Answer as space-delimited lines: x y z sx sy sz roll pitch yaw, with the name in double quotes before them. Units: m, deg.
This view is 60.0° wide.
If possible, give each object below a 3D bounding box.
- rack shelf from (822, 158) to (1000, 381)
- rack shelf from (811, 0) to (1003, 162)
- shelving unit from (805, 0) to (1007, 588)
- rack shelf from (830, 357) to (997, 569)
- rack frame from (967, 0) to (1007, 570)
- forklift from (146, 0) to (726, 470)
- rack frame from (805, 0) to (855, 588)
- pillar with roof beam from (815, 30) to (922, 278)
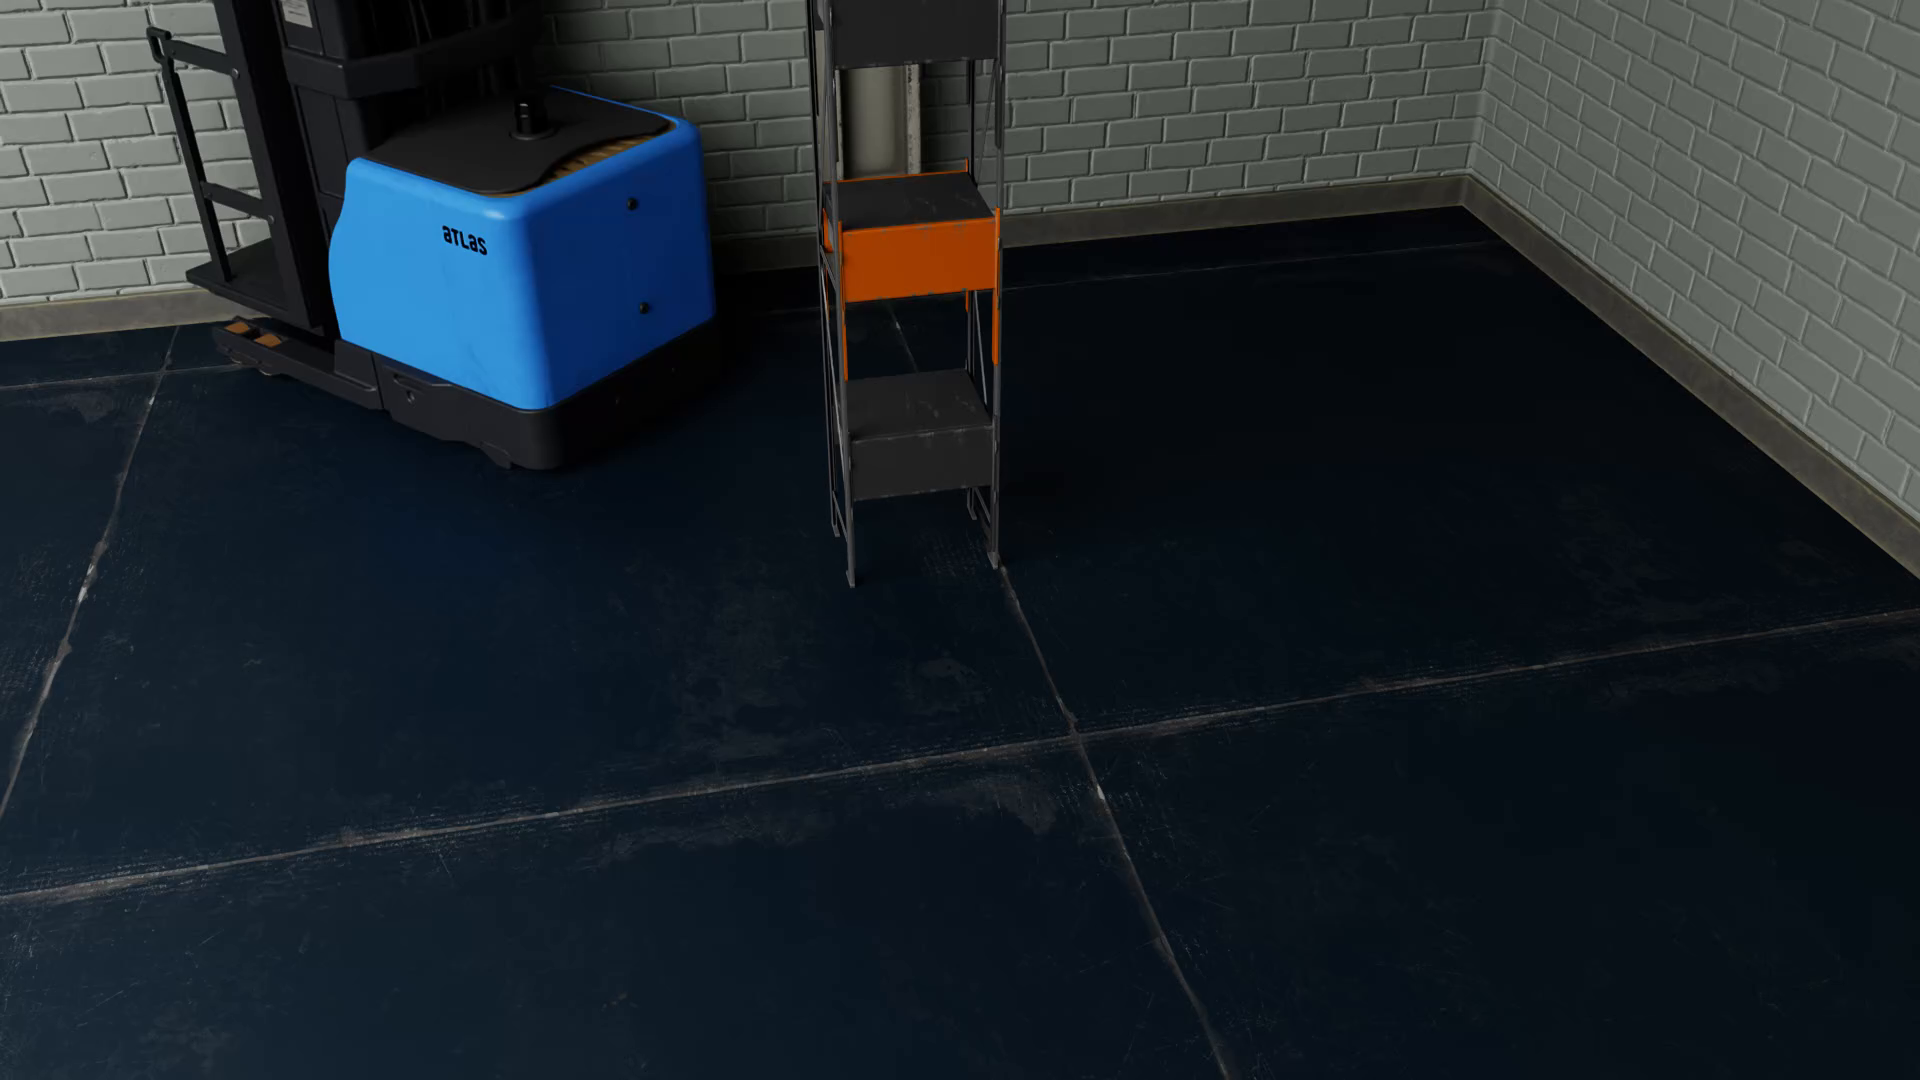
"rack shelf" -0.161 -0.840 5.142 0.480 0.518 0.431 -7 35 -11
"rack shelf" -0.161 -1.421 4.752 0.480 0.518 0.431 -7 35 -11
"shelving unit" -0.161 -0.852 5.135 0.503 2.100 0.431 -7 35 -11
"rack shelf" -0.161 -0.259 5.532 0.480 0.518 0.431 -7 35 -11
"rack frame" 0.077 -0.882 5.179 0.015 2.100 0.400 -7 35 -11
"forklift" -2.442 -2.102 6.253 3.031 2.935 1.130 21 39 28
"rack frame" -0.399 -0.822 5.090 0.015 2.100 0.400 -7 35 -11
"pillar with roof beam" 0.558 -2.621 1.581 0.400 9.000 9.100 -7 35 -11
